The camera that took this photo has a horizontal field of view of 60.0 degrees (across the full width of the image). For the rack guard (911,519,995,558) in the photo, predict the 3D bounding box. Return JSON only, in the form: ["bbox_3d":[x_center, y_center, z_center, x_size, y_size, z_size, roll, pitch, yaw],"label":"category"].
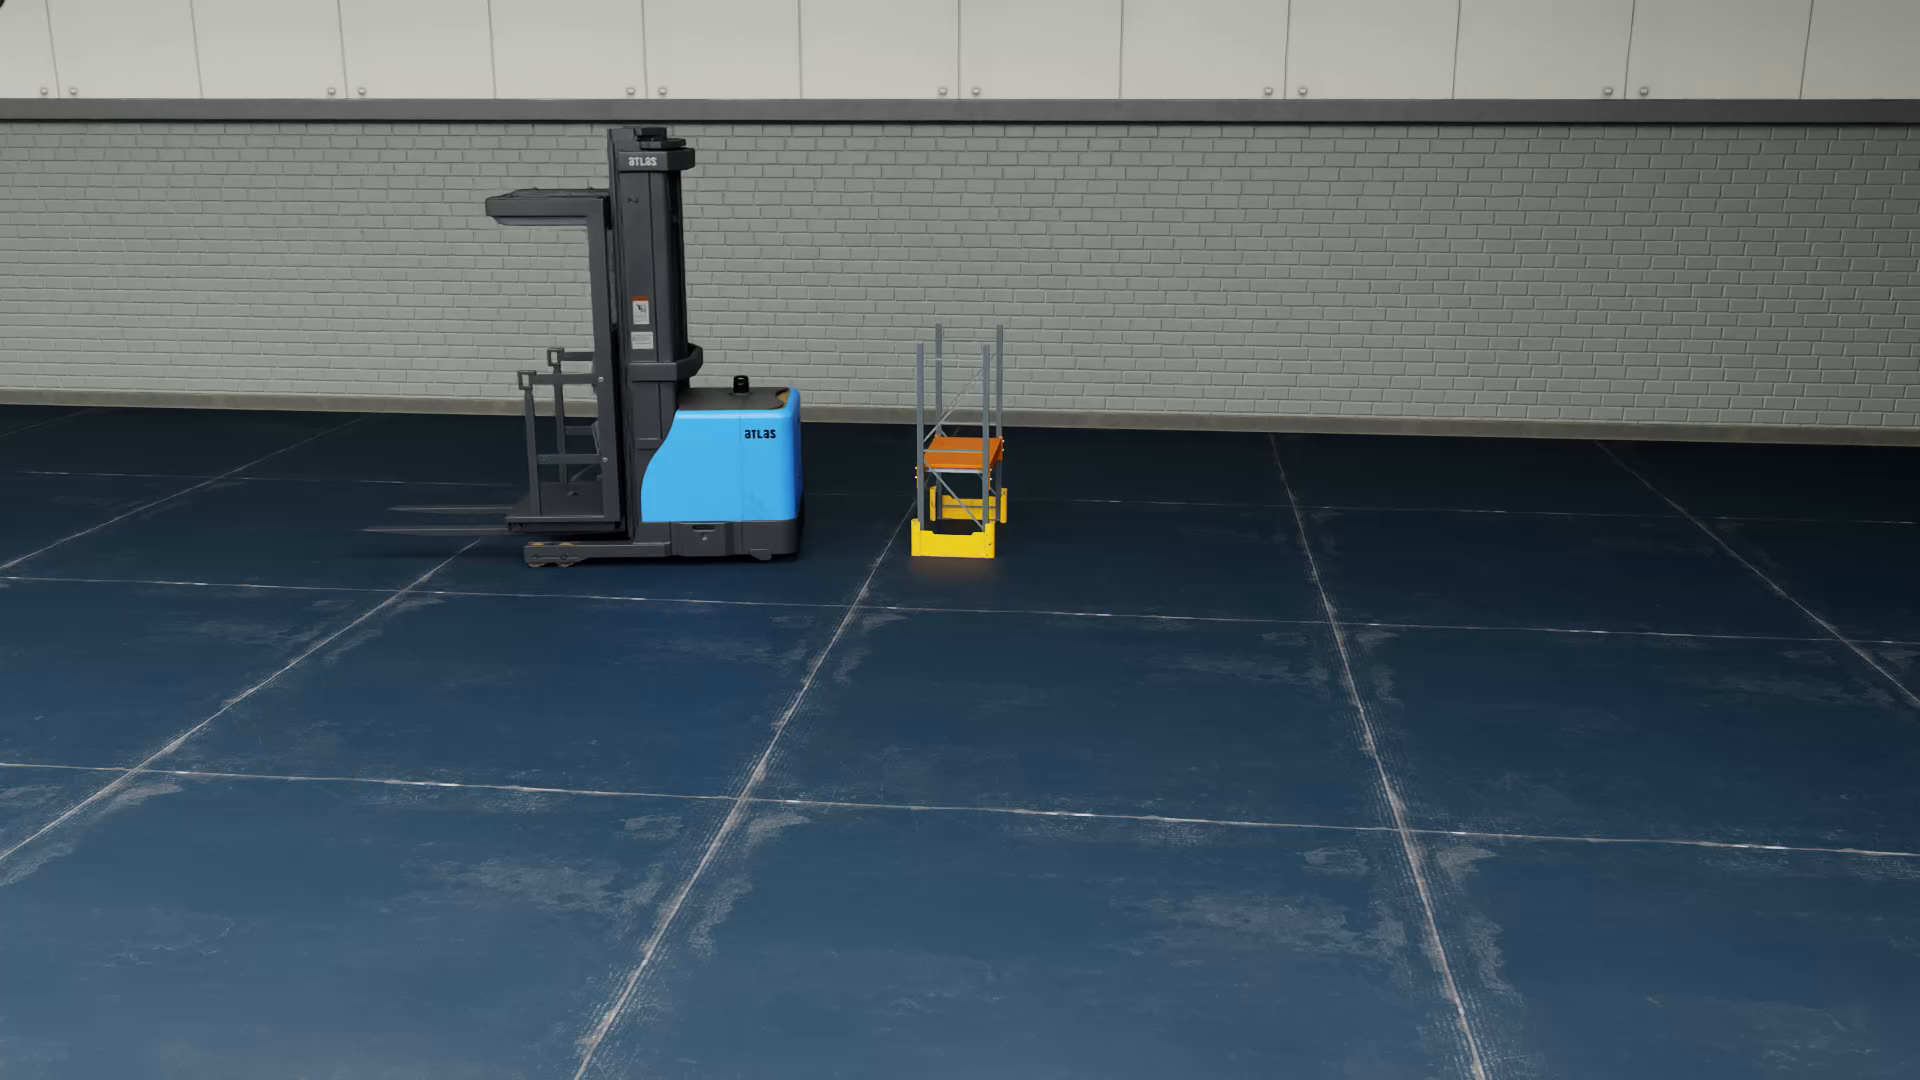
[{"bbox_3d":[-0.048,-0.011,11.725,0.587,0.250,0.087,2,15,6],"label":"rack guard"}]

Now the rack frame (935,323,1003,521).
[{"bbox_3d":[0.067,-0.878,12.536,0.500,1.500,0.032,2,15,6],"label":"rack frame"}]

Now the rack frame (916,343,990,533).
[{"bbox_3d":[-0.048,-0.614,11.561,0.500,1.500,0.032,2,15,6],"label":"rack frame"}]

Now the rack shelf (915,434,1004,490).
[{"bbox_3d":[0.010,-0.572,12.095,0.538,0.185,1.000,2,15,6],"label":"rack shelf"}]

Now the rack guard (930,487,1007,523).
[{"bbox_3d":[0.065,-0.270,12.680,0.587,0.250,0.087,2,15,6],"label":"rack guard"}]

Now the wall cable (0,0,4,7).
[{"bbox_3d":[-10.445,-7.409,15.809,2.305,6.003,0.169,2,15,6],"label":"wall cable"}]

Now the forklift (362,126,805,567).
[{"bbox_3d":[-2.658,-1.369,11.609,3.031,2.935,1.130,-1,15,-2],"label":"forklift"}]

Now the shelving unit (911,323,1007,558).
[{"bbox_3d":[0.009,-0.744,12.039,0.587,1.500,1.083,2,15,6],"label":"shelving unit"}]
